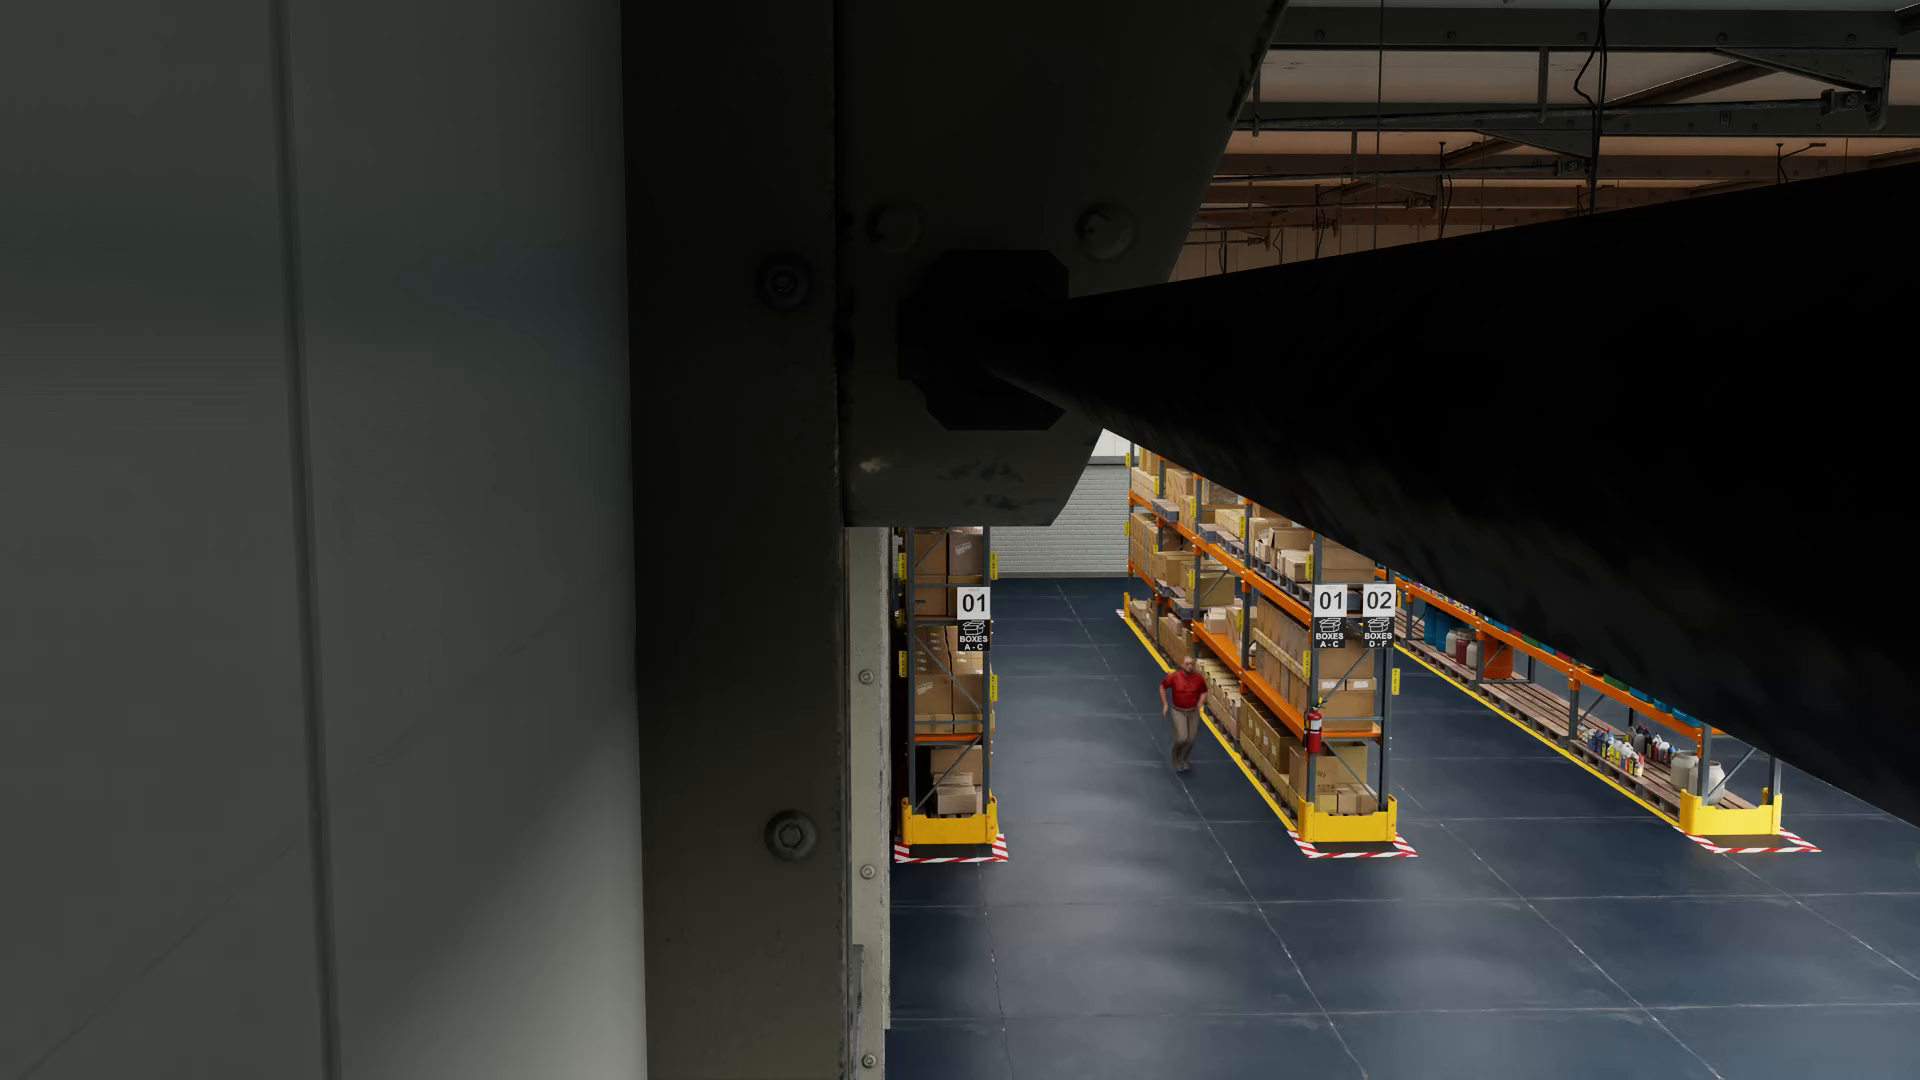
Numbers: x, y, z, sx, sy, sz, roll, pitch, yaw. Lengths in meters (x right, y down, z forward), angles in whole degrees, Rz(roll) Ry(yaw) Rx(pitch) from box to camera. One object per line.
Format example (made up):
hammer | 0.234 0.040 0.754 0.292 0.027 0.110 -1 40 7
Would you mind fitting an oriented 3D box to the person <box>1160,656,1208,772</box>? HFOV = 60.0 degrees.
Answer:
person | 3.200 2.474 23.558 0.638 1.688 0.738 -1 7 -10
